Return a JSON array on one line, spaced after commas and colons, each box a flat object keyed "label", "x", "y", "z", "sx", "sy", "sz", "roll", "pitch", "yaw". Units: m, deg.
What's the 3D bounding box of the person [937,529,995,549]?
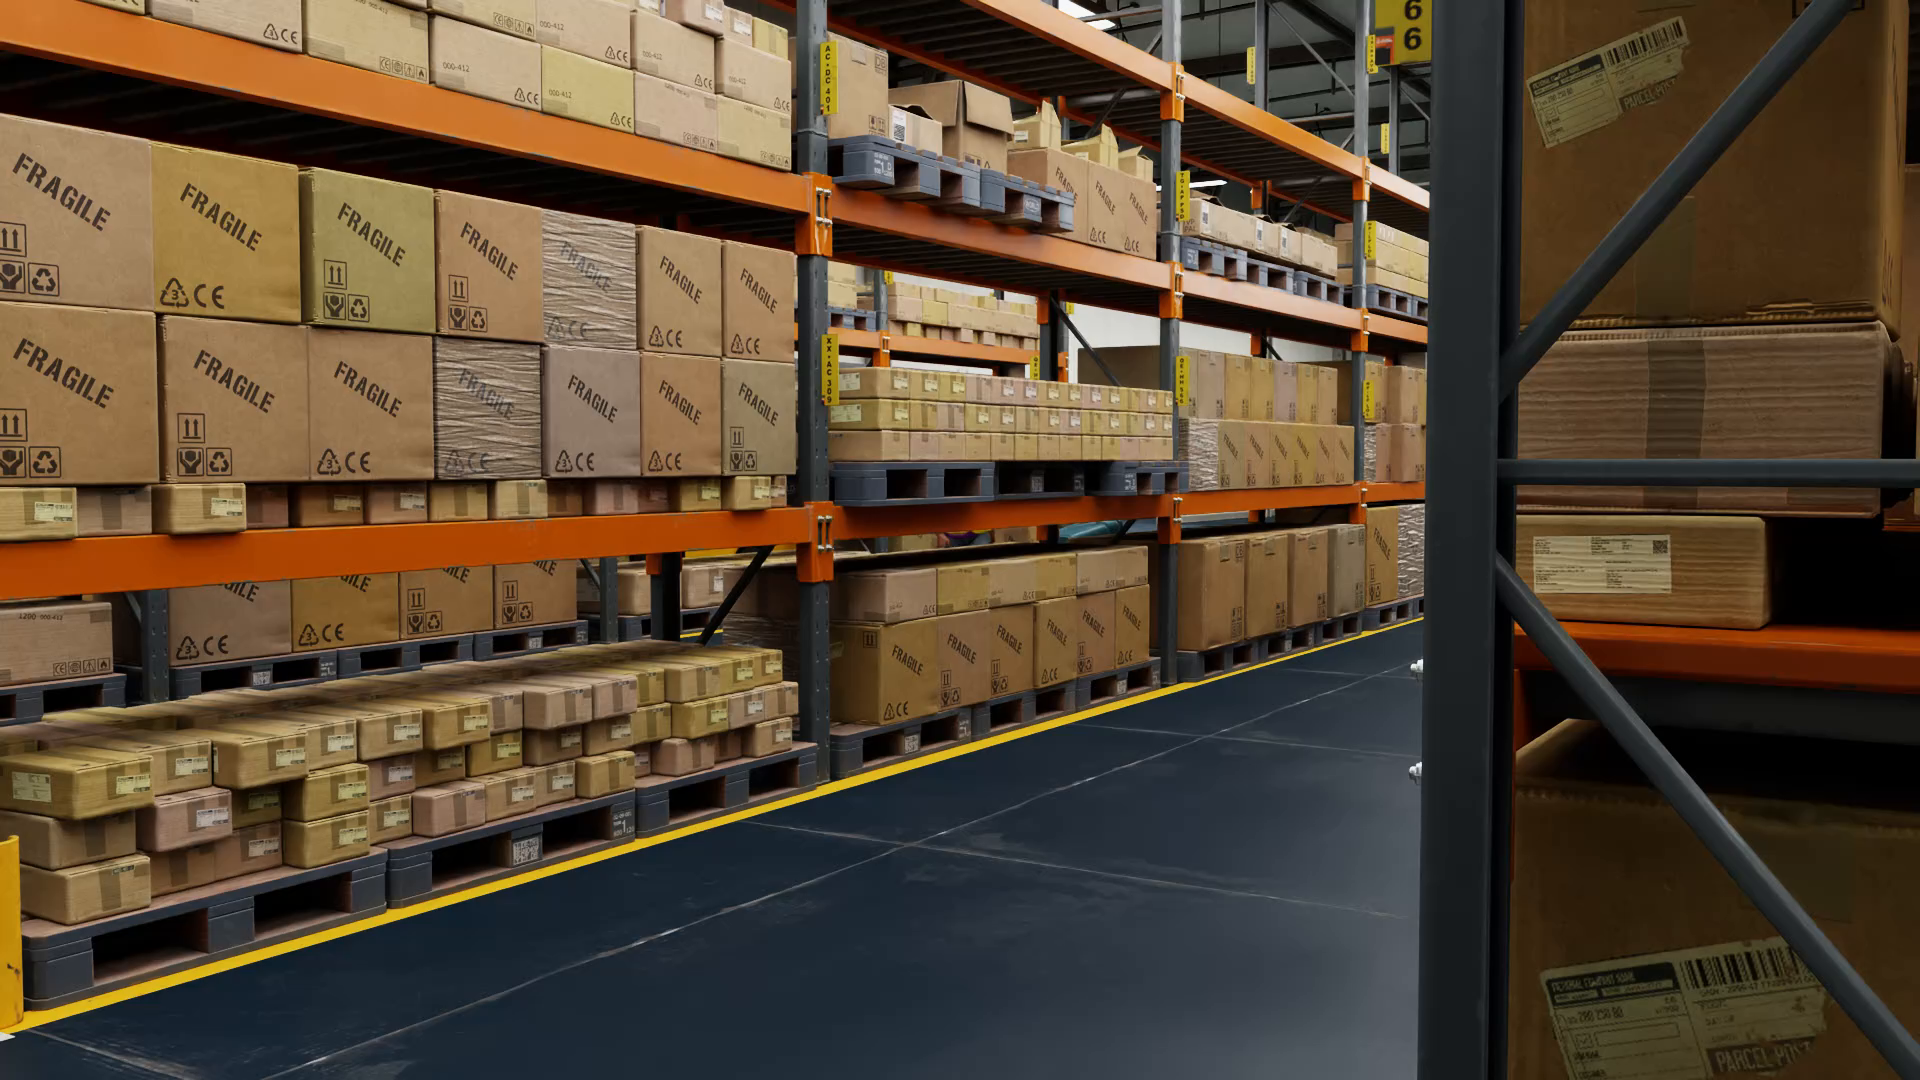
[{"label": "person", "x": 0.060, "y": -0.058, "z": 14.036, "sx": 0.585, "sy": 1.727, "sz": 0.918, "roll": -1, "pitch": 3, "yaw": -13}]
